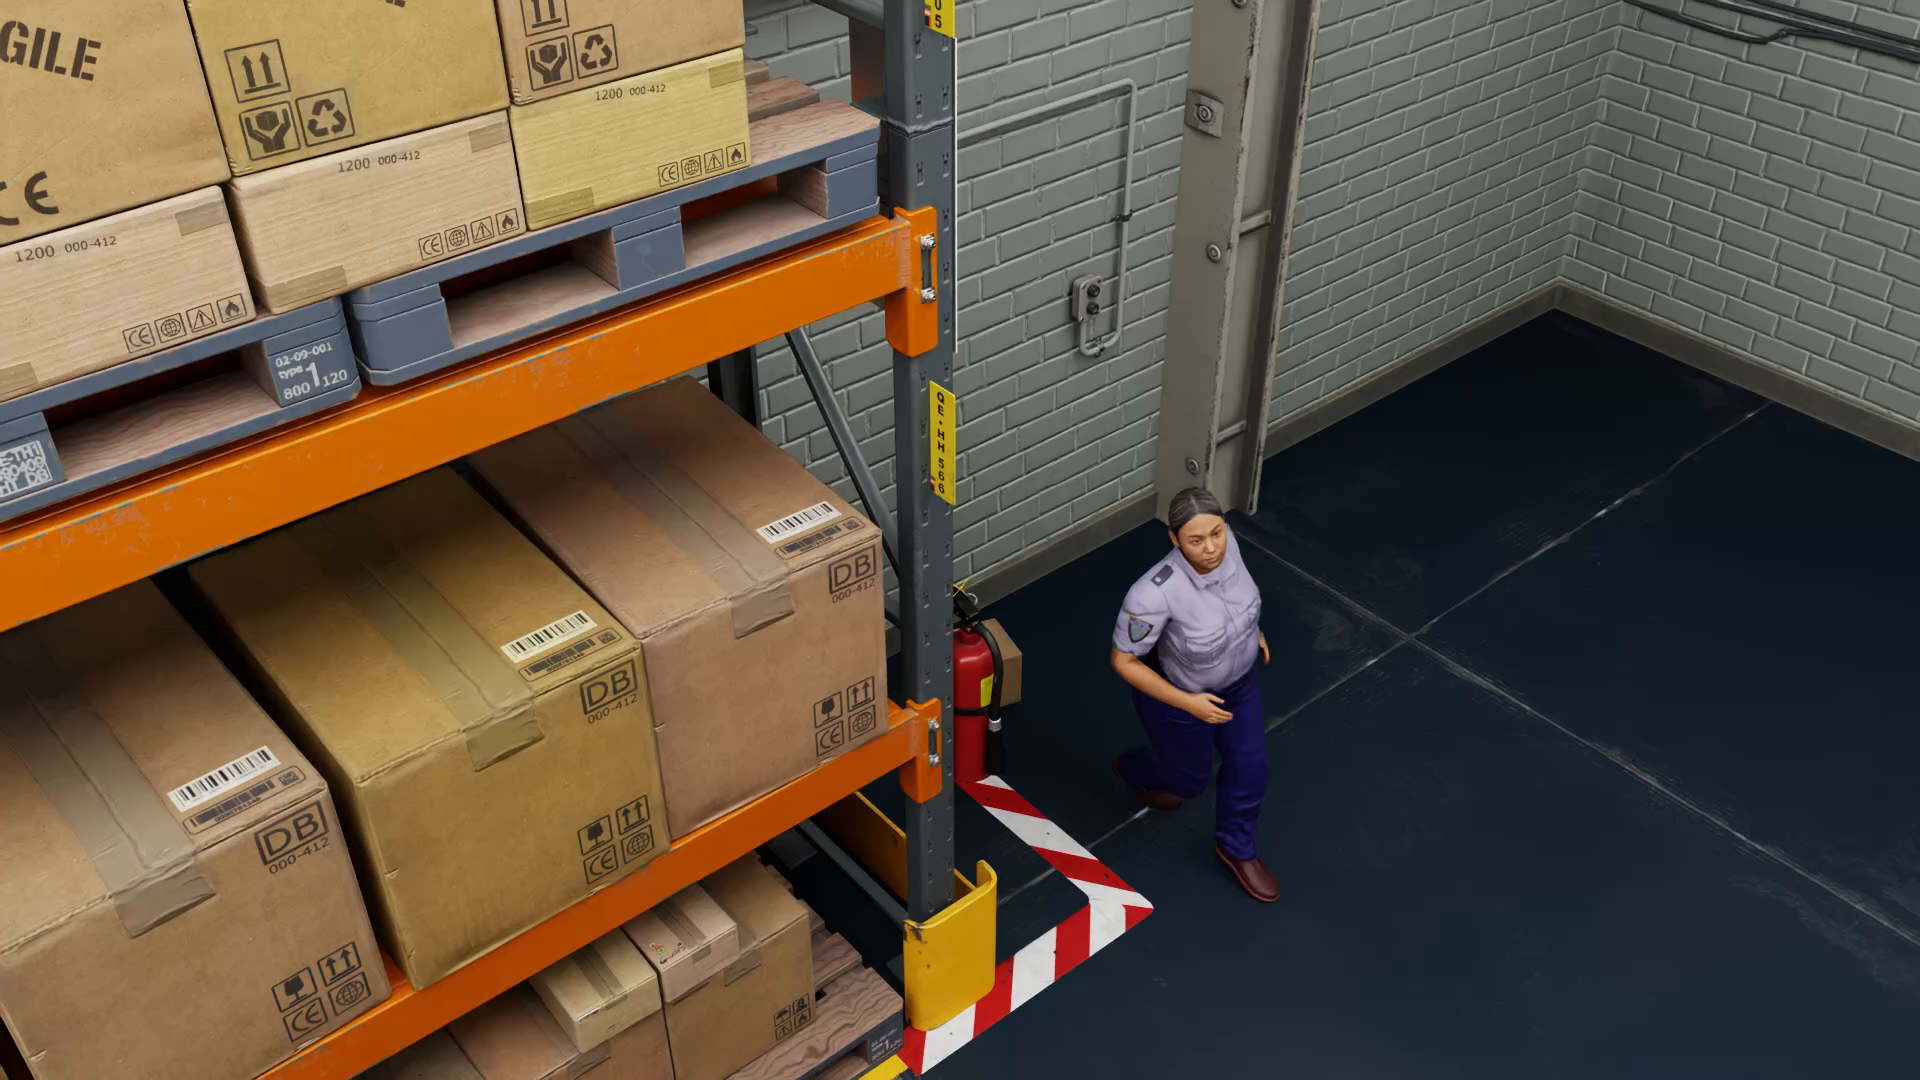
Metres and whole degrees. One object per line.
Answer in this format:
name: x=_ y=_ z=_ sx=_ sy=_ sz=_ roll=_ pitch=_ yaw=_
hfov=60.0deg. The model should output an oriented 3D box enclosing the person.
person: x=0.734 y=0.503 z=5.481 sx=0.636 sy=1.651 sz=0.721 roll=-23 pitch=42 yaw=-28
